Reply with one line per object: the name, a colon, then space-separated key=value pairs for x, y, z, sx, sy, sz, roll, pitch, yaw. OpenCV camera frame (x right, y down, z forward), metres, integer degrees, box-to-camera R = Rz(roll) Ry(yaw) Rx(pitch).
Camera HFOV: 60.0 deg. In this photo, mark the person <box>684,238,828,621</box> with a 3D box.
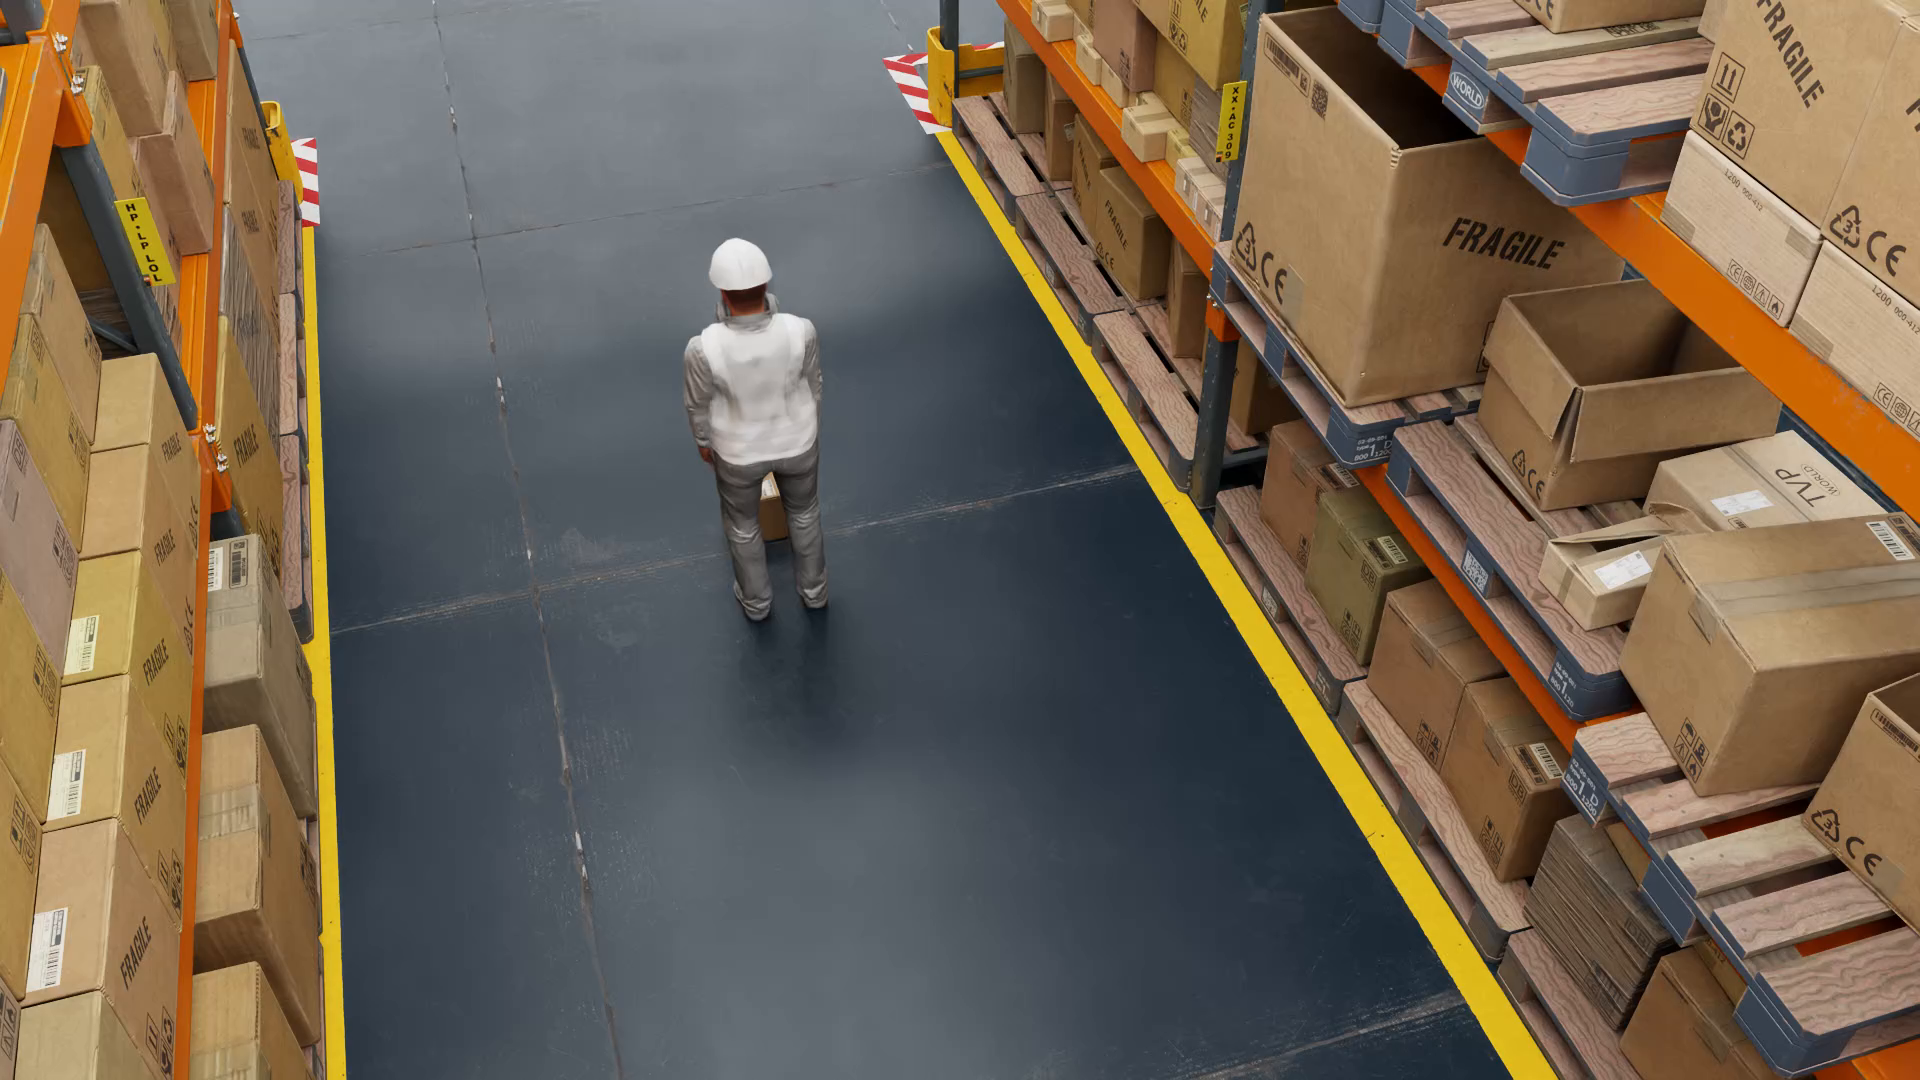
person: x=-0.801 y=-0.405 z=6.605 sx=0.536 sy=1.762 sz=0.369 roll=-11 pitch=43 yaw=-12
